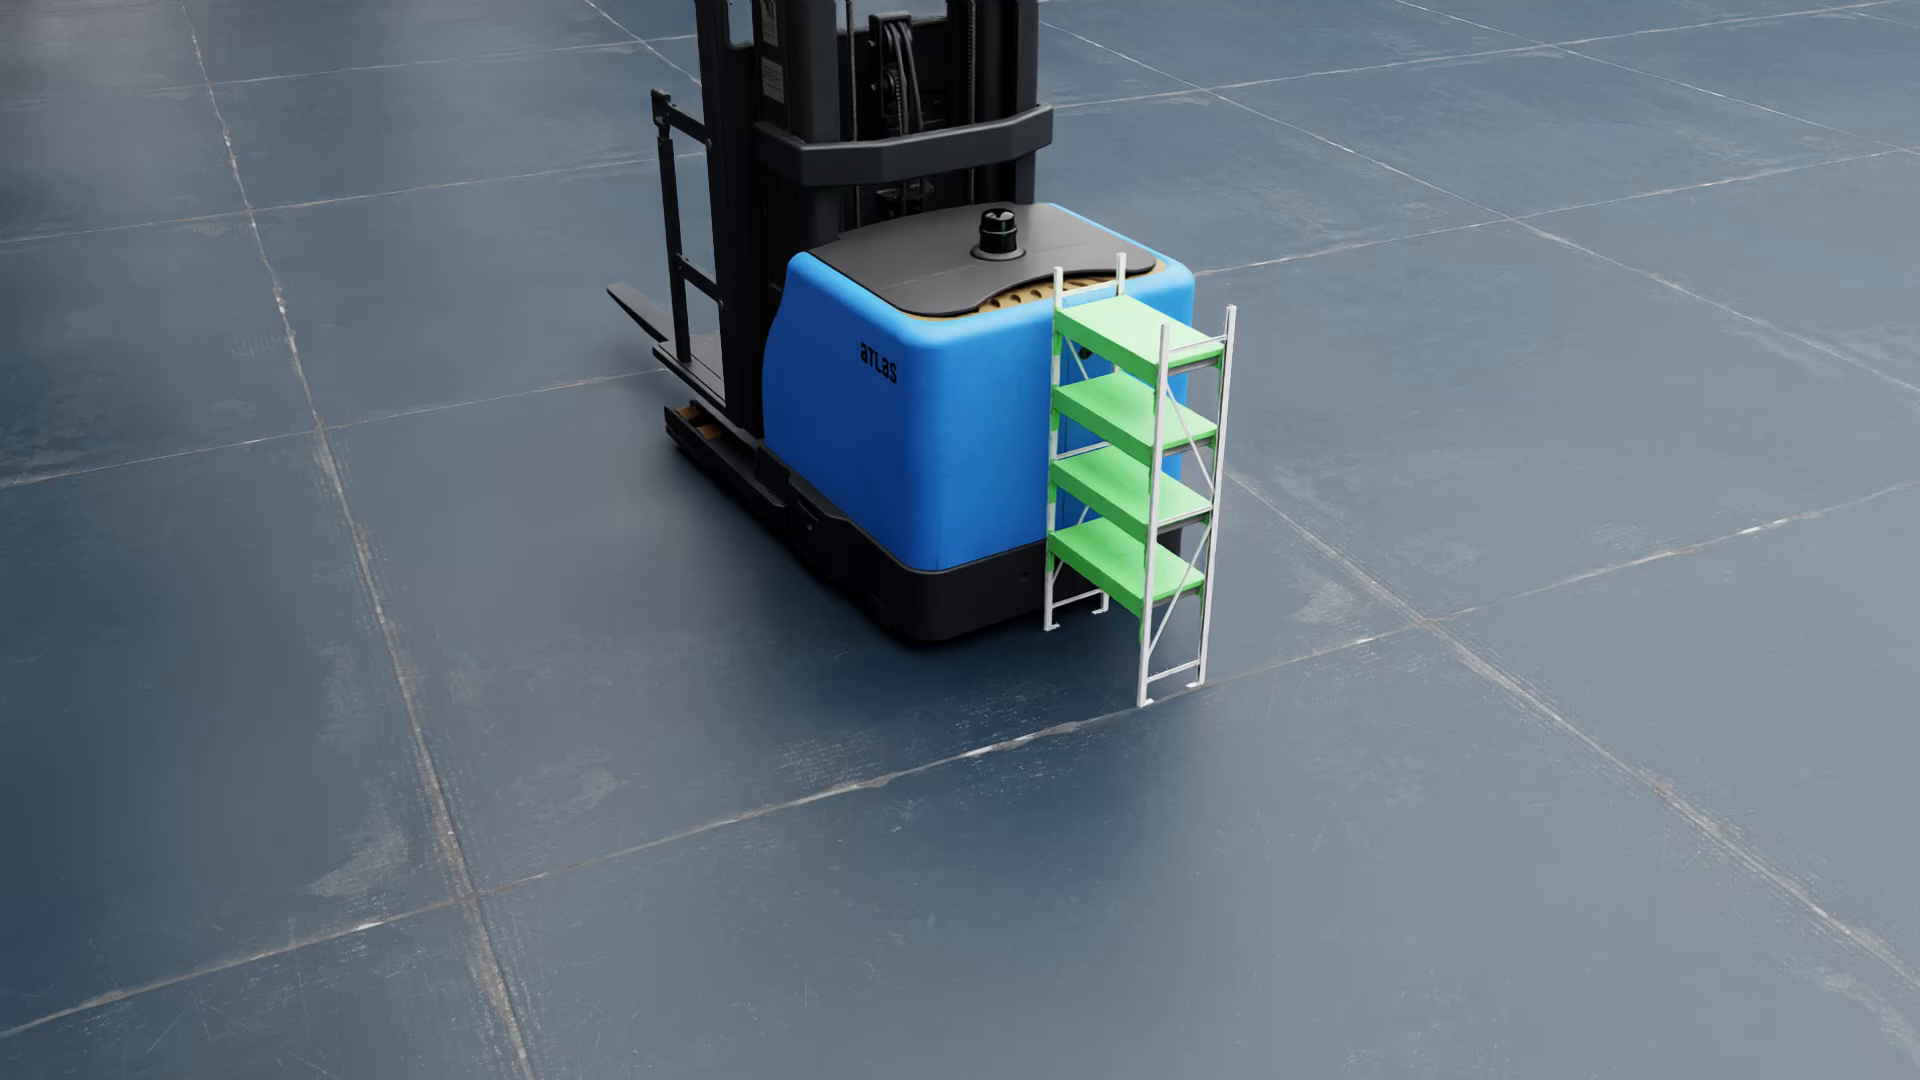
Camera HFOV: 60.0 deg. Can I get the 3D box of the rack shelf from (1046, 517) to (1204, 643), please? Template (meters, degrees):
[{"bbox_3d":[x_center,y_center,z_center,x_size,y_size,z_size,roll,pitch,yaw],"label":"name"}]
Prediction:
[{"bbox_3d":[0.497,0.099,4.968,0.258,0.148,0.480,-17,33,-27],"label":"rack shelf"}]

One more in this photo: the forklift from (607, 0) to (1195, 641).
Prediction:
[{"bbox_3d":[-0.470,-1.652,5.700,1.130,2.935,3.031,-17,33,-27],"label":"forklift"}]

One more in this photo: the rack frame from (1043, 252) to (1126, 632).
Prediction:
[{"bbox_3d":[0.369,-0.268,5.000,0.240,1.200,0.015,-17,33,-27],"label":"rack frame"}]

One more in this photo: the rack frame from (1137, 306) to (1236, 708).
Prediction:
[{"bbox_3d":[0.625,-0.064,4.638,0.240,1.200,0.015,-17,33,-27],"label":"rack frame"}]

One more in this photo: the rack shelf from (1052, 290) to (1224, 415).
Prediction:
[{"bbox_3d":[0.497,-0.529,4.616,0.258,0.148,0.480,-17,33,-27],"label":"rack shelf"}]

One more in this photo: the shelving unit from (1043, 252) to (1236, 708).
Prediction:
[{"bbox_3d":[0.497,-0.166,4.819,0.258,1.200,0.503,-17,33,-27],"label":"shelving unit"}]

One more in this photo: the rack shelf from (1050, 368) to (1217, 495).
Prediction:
[{"bbox_3d":[0.497,-0.320,4.733,0.258,0.148,0.480,-17,33,-27],"label":"rack shelf"}]

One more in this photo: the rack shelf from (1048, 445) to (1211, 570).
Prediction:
[{"bbox_3d":[0.497,-0.110,4.850,0.258,0.148,0.480,-17,33,-27],"label":"rack shelf"}]
